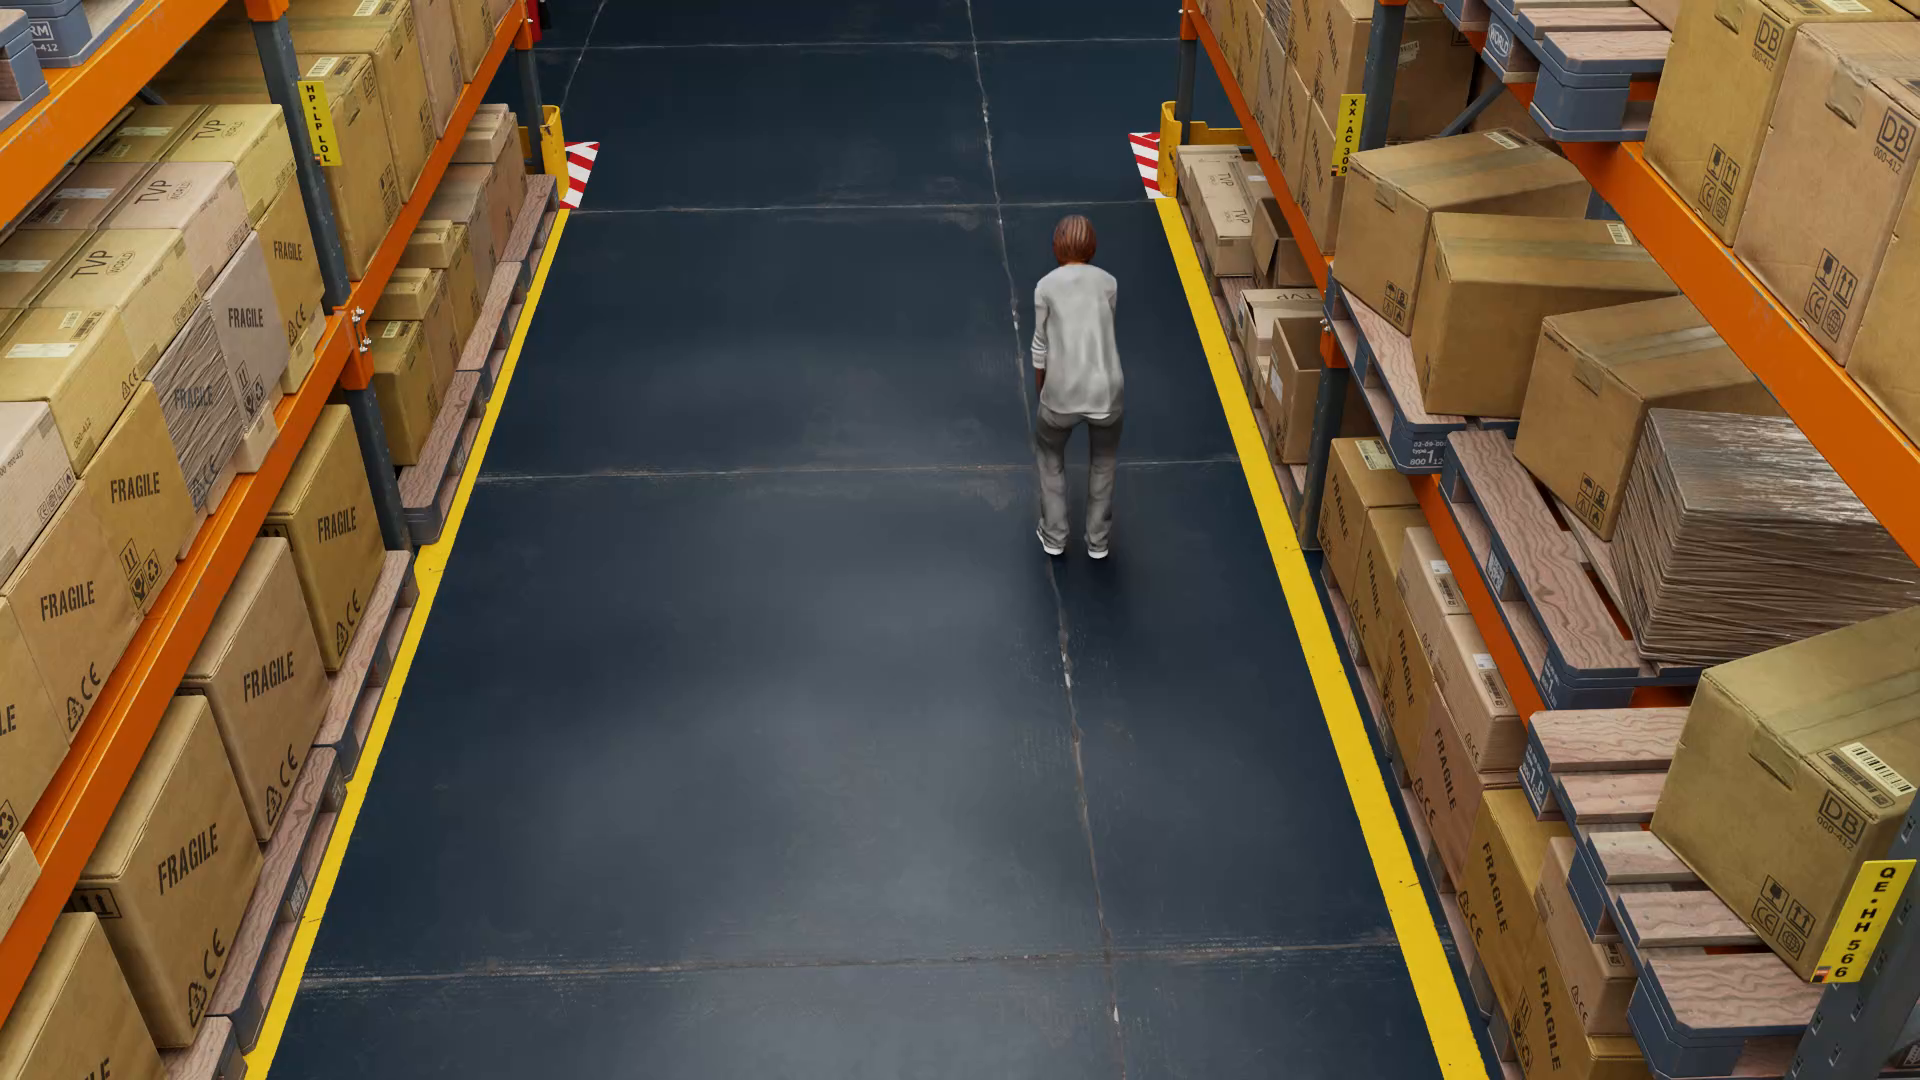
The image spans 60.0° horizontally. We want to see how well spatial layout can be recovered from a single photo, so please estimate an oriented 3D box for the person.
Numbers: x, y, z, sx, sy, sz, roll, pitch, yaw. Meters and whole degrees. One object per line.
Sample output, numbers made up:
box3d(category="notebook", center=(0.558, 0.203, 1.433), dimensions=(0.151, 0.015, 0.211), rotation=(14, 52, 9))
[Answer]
box3d(category="person", center=(0.502, -0.630, 7.155), dimensions=(0.378, 1.459, 0.647), rotation=(-2, 36, -3))
